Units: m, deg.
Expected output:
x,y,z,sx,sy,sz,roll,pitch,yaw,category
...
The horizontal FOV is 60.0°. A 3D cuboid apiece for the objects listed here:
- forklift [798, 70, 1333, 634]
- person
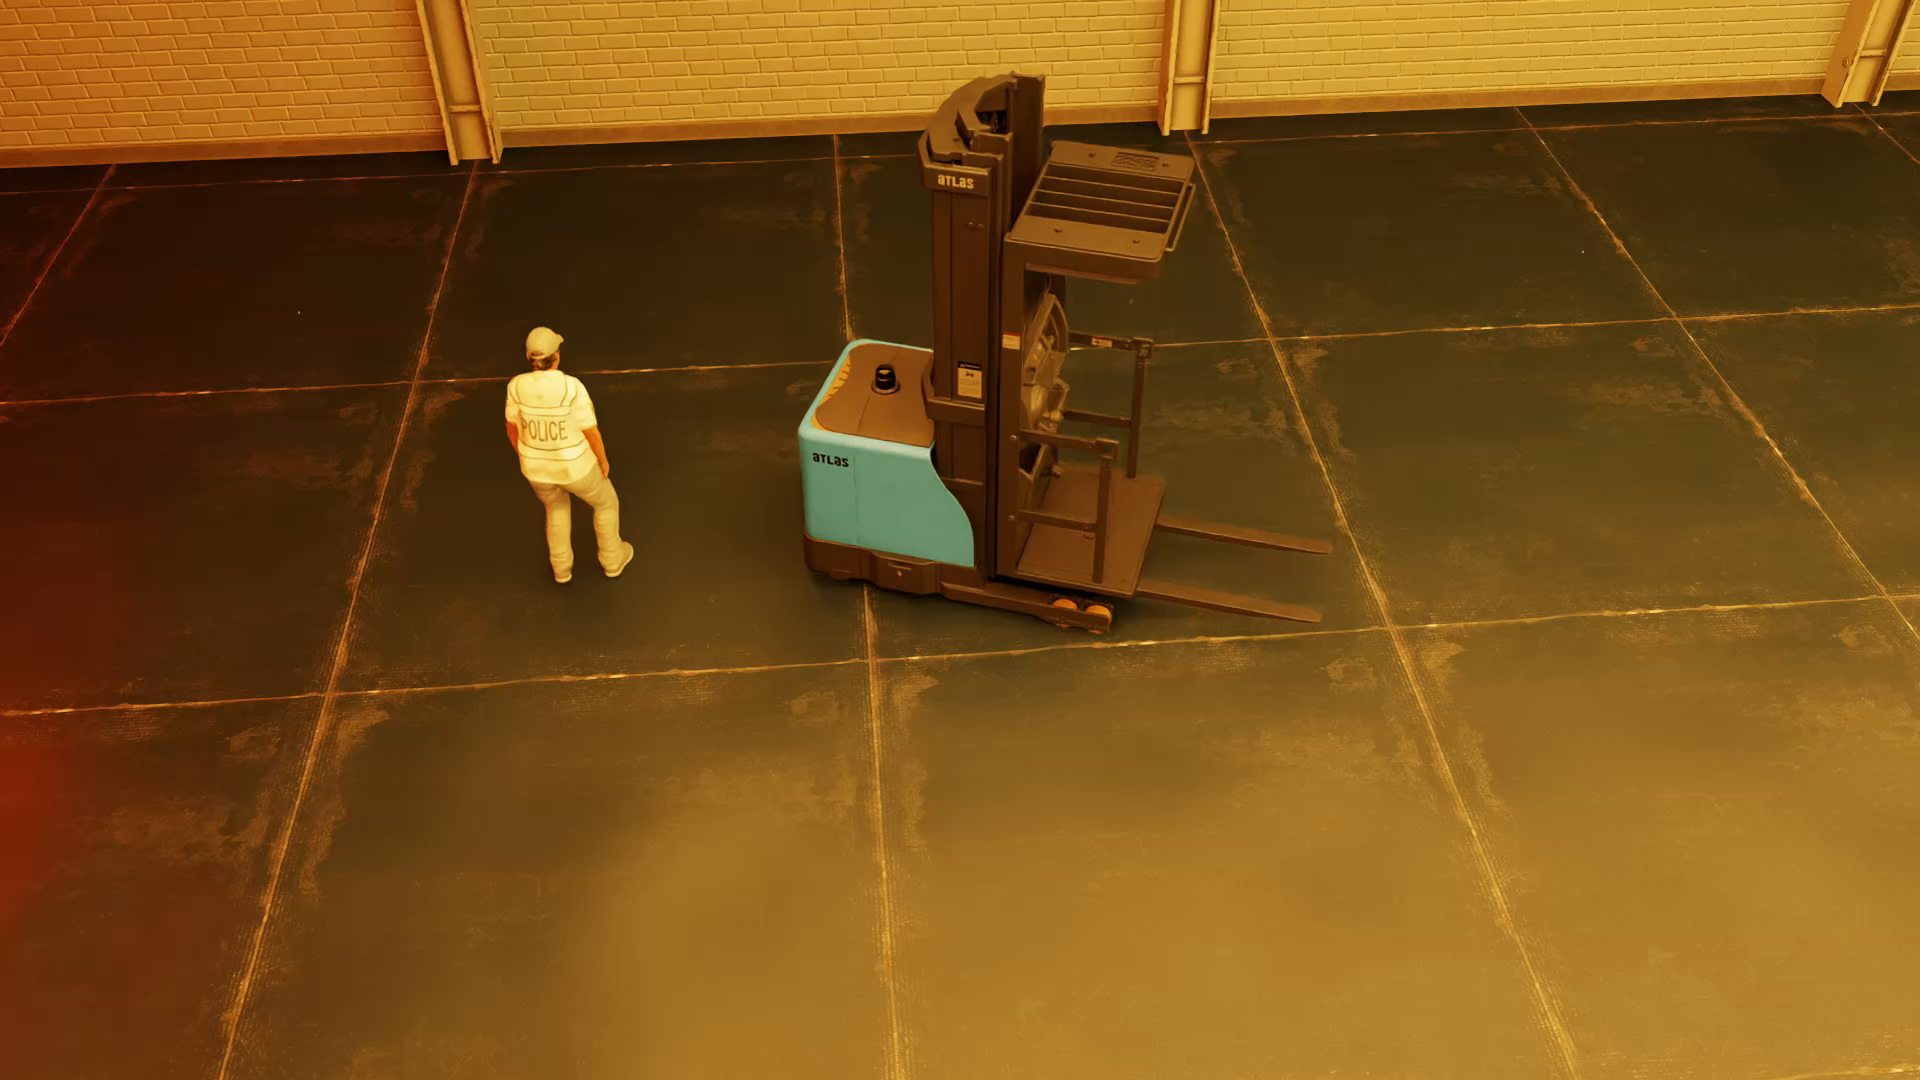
x,y,z,sx,sy,sz,roll,pitch,yaw,category
0.651,-0.961,9.061,3.031,2.935,1.130,10,42,12,forklift
-2.259,-0.464,9.464,0.539,1.660,0.452,5,41,6,person
